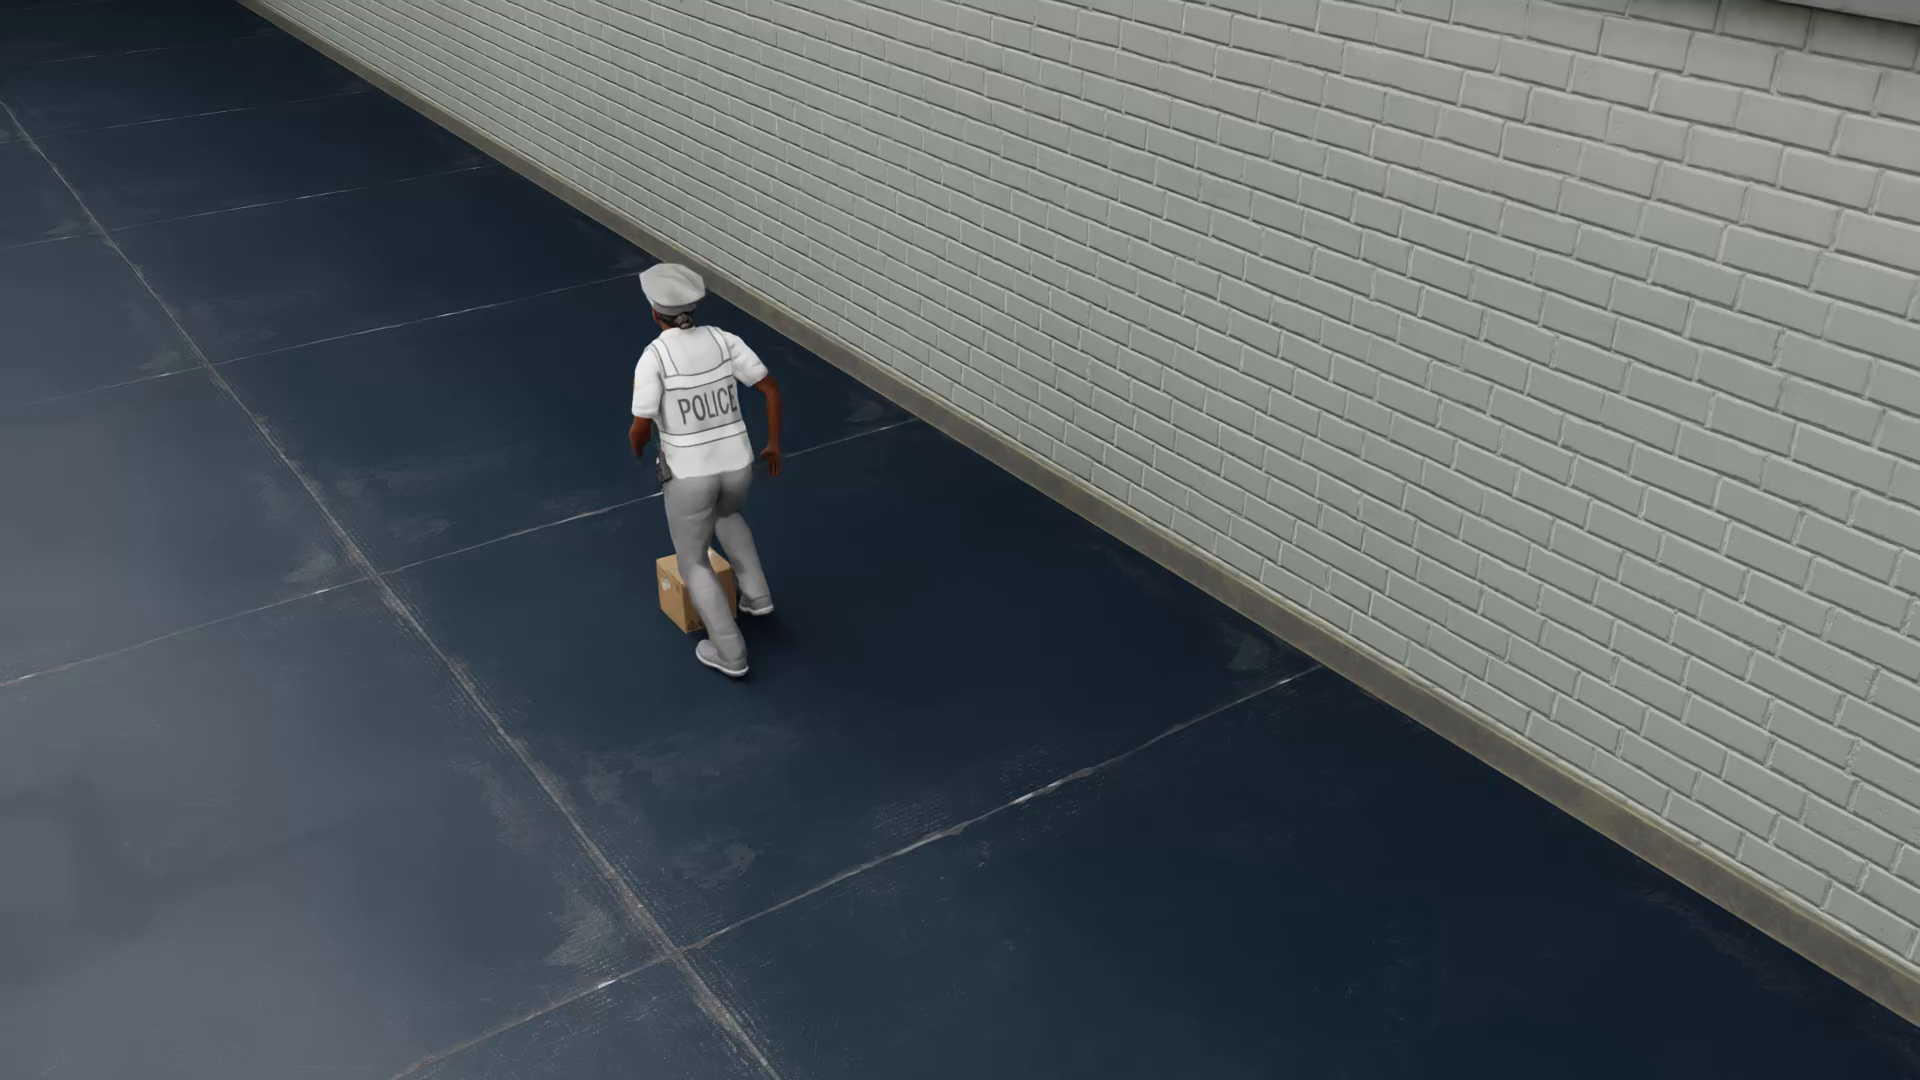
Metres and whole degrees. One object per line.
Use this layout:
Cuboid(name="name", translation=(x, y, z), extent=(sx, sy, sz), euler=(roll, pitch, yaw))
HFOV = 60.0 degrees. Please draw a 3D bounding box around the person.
Cuboid(name="person", translation=(-1.020, -0.295, 6.713), extent=(0.601, 1.605, 0.663), euler=(-22, 36, -35))
